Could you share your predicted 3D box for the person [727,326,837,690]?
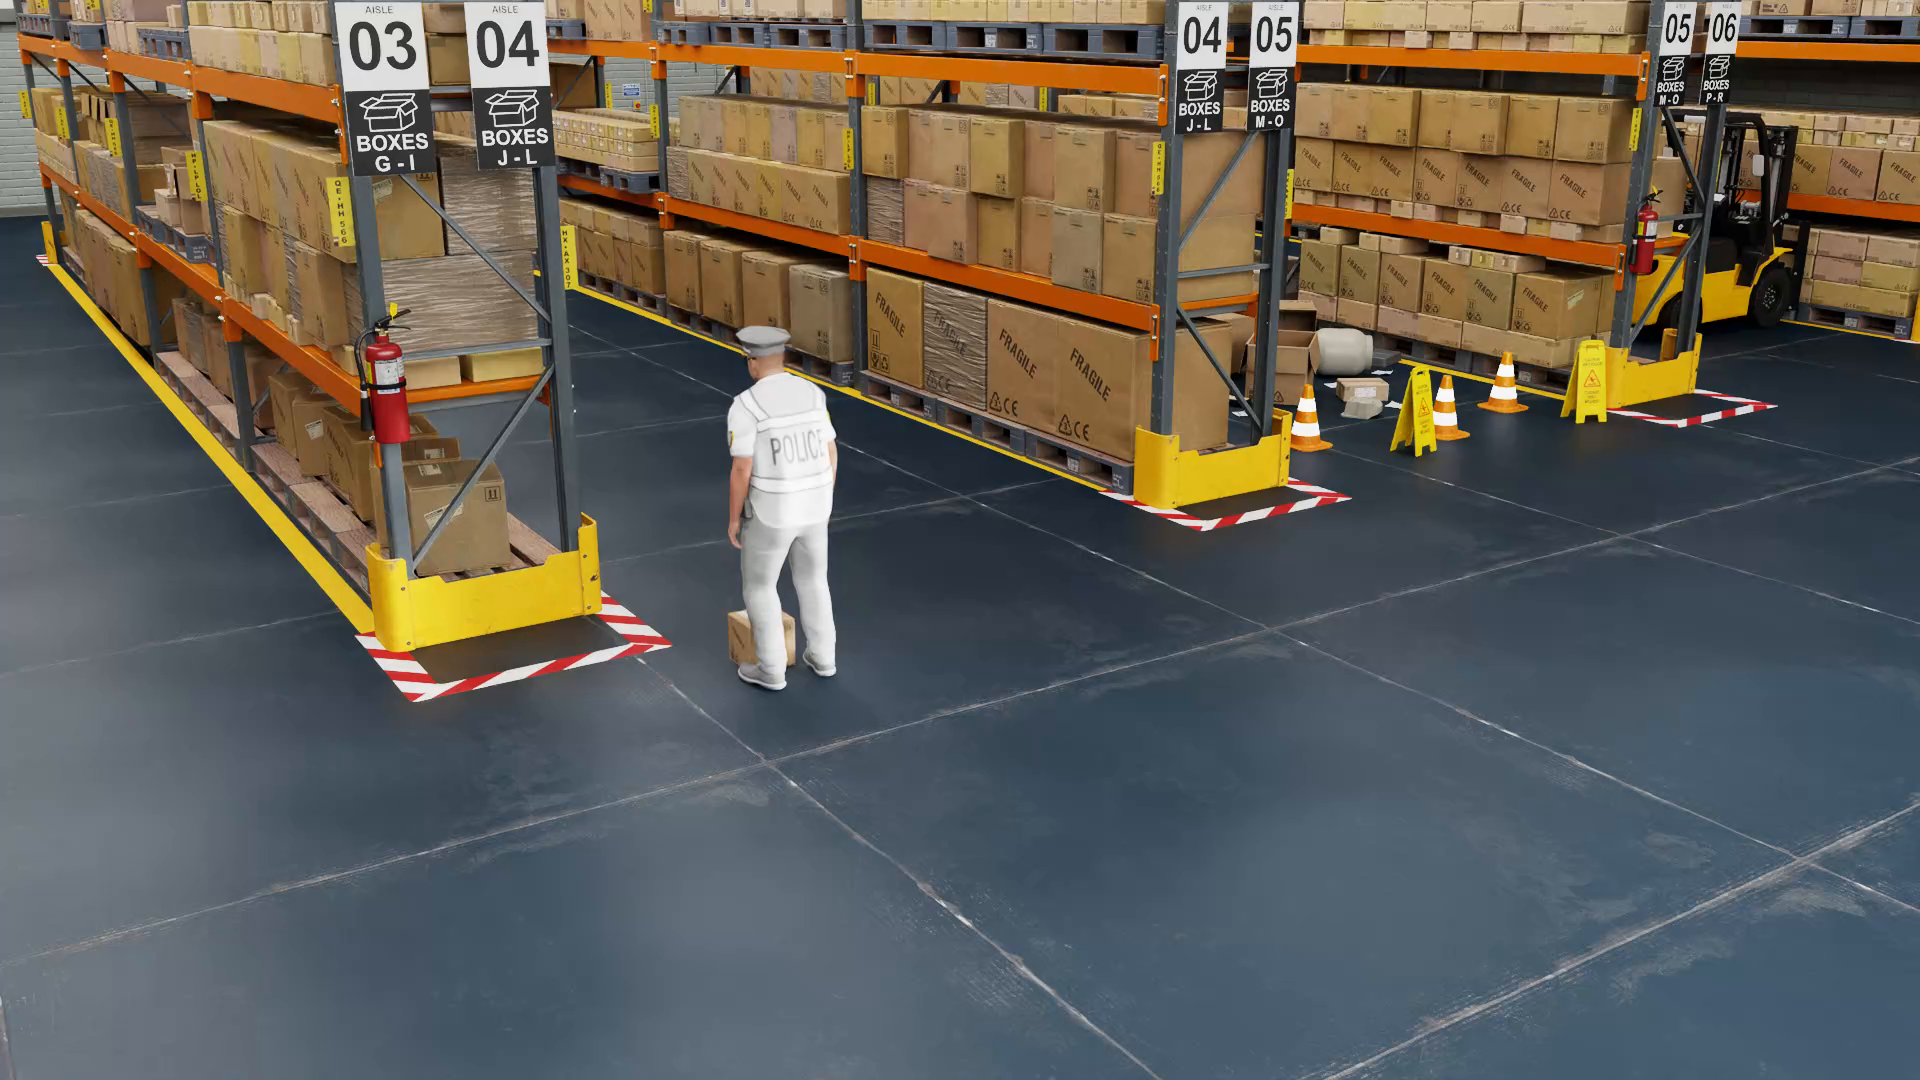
[{"bbox_3d":[-0.845,-0.141,7.979,0.590,1.746,0.436,-13,22,-34],"label":"person"}]
